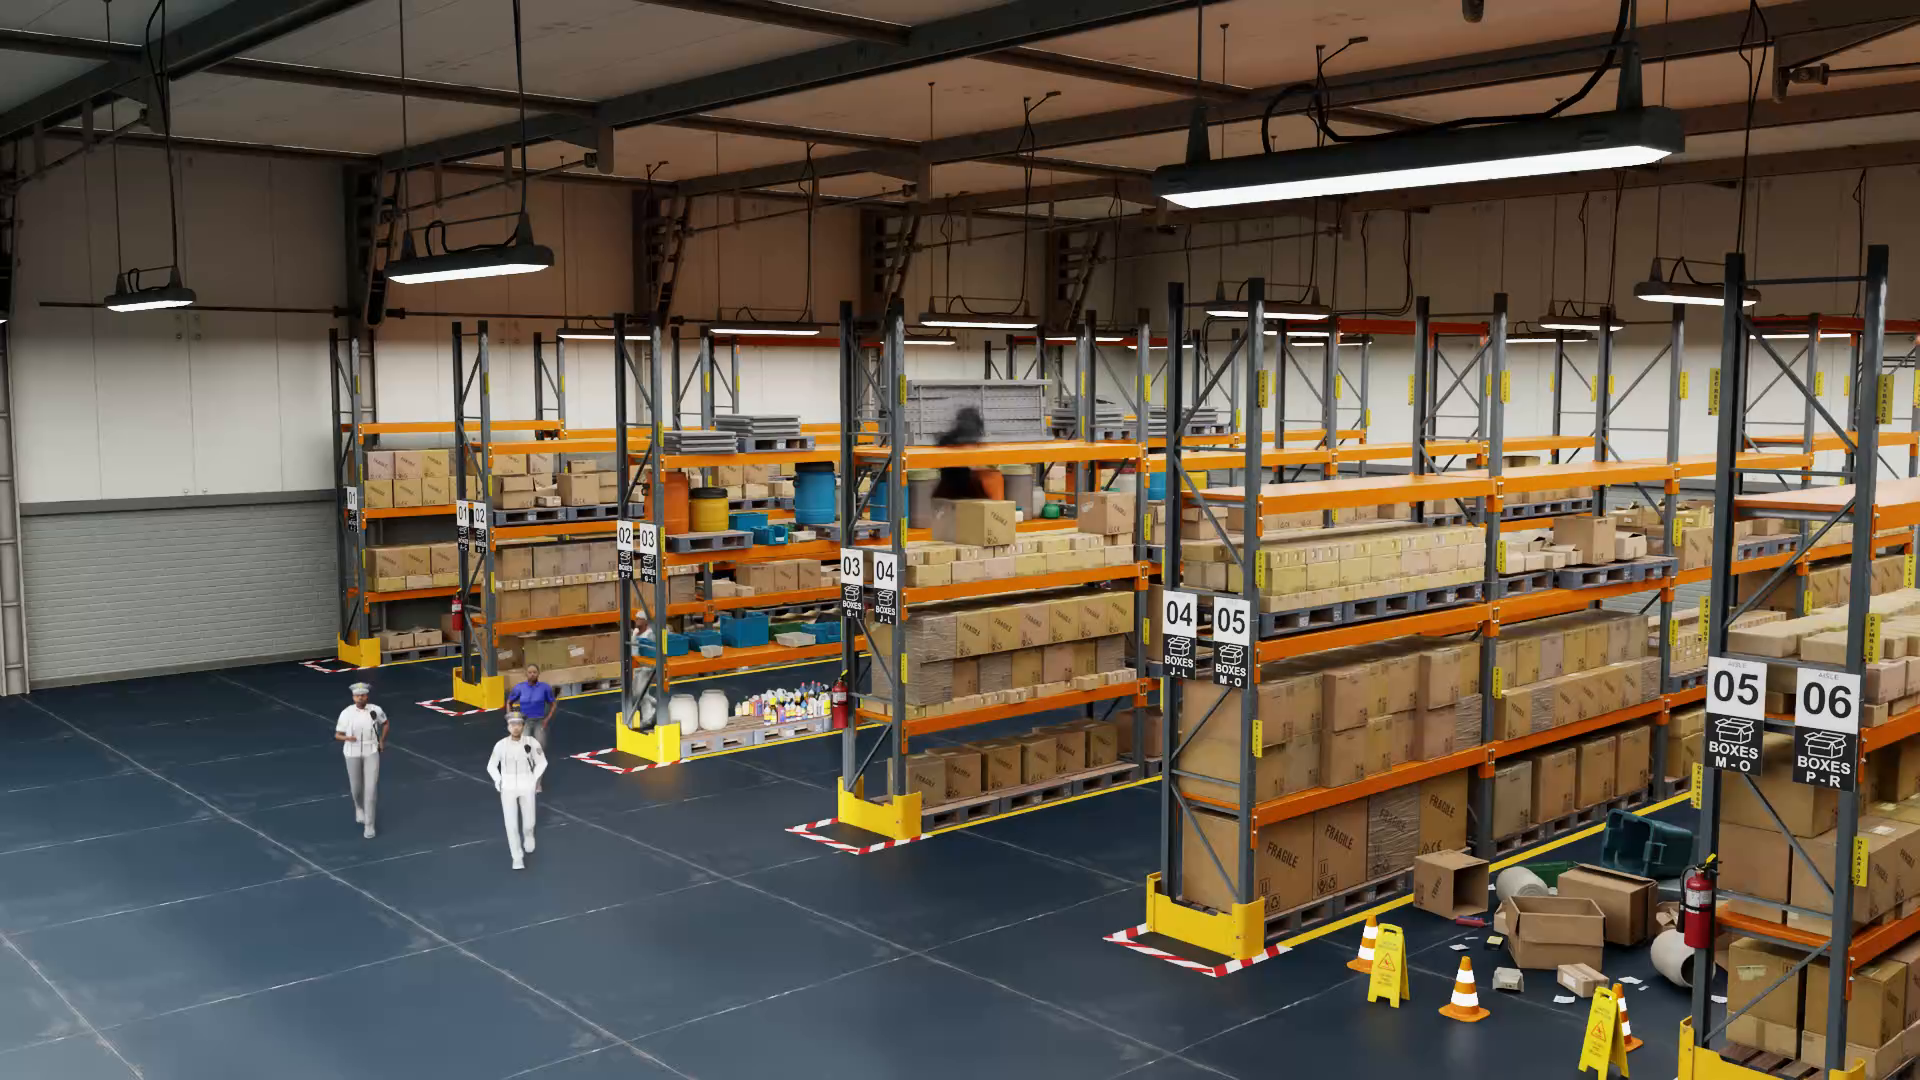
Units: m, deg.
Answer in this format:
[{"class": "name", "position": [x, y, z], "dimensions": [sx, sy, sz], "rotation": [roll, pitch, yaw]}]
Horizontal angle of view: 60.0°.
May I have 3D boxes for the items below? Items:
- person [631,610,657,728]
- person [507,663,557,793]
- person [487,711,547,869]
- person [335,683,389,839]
[{"class": "person", "position": [-4.616, 1.886, 24.475], "dimensions": [0.584, 1.741, 0.694], "rotation": [-6, 8, -44]}, {"class": "person", "position": [-5.321, 2.329, 20.696], "dimensions": [0.607, 1.621, 0.587], "rotation": [-1, 6, -15]}, {"class": "person", "position": [-4.670, 2.611, 17.551], "dimensions": [0.613, 1.646, 0.579], "rotation": [-1, 6, -12]}, {"class": "person", "position": [-6.747, 2.441, 18.794], "dimensions": [0.581, 1.699, 0.876], "rotation": [-2, 6, -18]}]
